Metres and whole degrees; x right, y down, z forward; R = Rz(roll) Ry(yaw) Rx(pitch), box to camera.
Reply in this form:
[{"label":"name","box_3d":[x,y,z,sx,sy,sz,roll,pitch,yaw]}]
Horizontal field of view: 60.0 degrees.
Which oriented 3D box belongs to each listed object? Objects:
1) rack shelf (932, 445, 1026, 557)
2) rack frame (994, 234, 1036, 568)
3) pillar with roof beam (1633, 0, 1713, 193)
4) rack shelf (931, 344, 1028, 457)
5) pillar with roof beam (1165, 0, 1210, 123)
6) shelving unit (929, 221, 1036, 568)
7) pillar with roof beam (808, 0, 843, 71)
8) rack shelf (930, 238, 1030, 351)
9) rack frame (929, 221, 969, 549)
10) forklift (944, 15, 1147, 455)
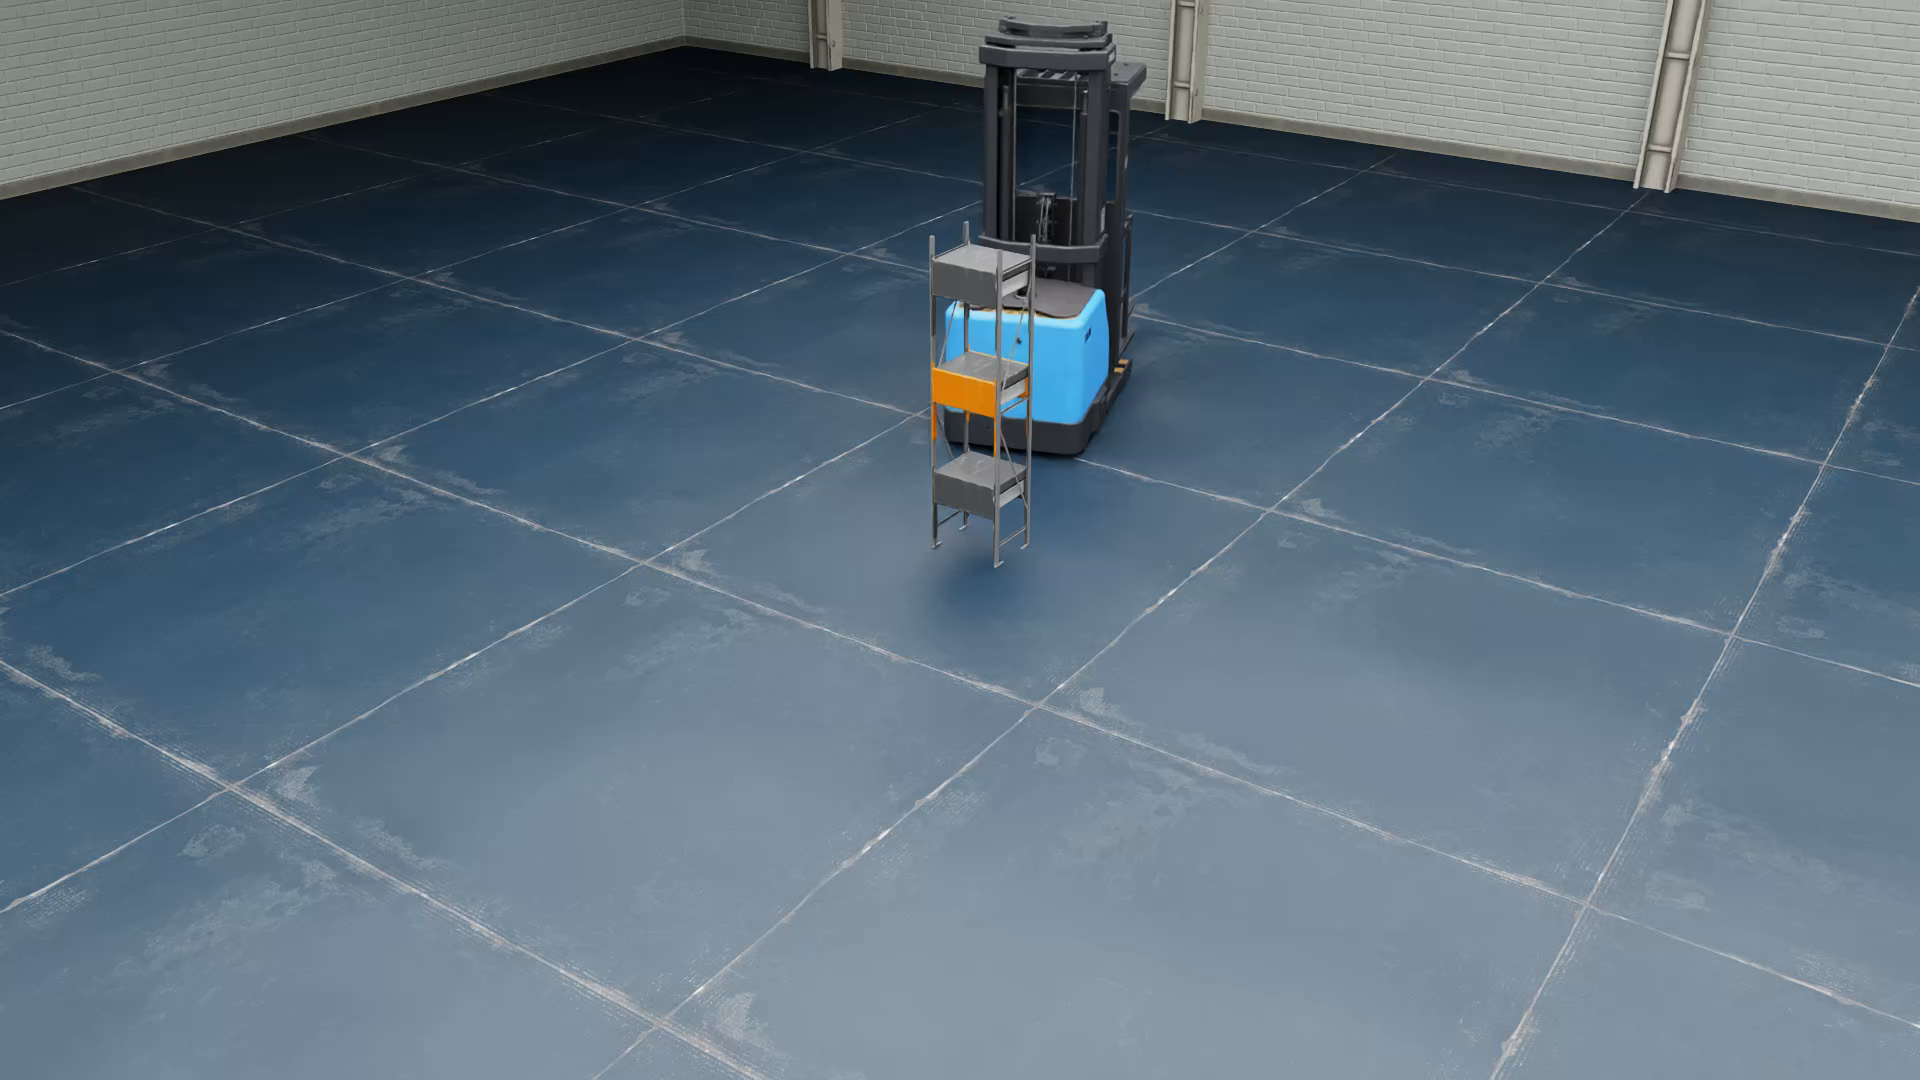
[{"label":"rack shelf","box_3d":[0.136,-0.257,10.788,0.480,0.518,0.431,17,32,30]},{"label":"rack frame","box_3d":[0.338,-0.831,10.341,0.015,2.100,0.400,17,32,30]},{"label":"pillar with roof beam","box_3d":[5.454,-6.409,13.697,0.400,9.000,9.100,17,32,30]},{"label":"rack shelf","box_3d":[0.136,-0.881,10.470,0.480,0.518,0.431,17,32,30]},{"label":"pillar with roof beam","box_3d":[0.508,-7.950,16.724,0.400,9.000,9.100,17,32,30]},{"label":"shelving unit","box_3d":[0.136,-0.893,10.464,0.503,2.100,0.431,17,32,30]},{"label":"pillar with roof beam","box_3d":[-4.437,-9.491,19.752,0.400,9.000,9.100,17,32,30]},{"label":"rack shelf","box_3d":[0.136,-1.505,10.153,0.480,0.518,0.431,17,32,30]},{"label":"rack frame","box_3d":[-0.065,-0.956,10.587,0.015,2.100,0.400,17,32,30]},{"label":"forklift","box_3d":[0.780,-2.576,12.854,1.130,2.935,3.031,7,28,14]}]
